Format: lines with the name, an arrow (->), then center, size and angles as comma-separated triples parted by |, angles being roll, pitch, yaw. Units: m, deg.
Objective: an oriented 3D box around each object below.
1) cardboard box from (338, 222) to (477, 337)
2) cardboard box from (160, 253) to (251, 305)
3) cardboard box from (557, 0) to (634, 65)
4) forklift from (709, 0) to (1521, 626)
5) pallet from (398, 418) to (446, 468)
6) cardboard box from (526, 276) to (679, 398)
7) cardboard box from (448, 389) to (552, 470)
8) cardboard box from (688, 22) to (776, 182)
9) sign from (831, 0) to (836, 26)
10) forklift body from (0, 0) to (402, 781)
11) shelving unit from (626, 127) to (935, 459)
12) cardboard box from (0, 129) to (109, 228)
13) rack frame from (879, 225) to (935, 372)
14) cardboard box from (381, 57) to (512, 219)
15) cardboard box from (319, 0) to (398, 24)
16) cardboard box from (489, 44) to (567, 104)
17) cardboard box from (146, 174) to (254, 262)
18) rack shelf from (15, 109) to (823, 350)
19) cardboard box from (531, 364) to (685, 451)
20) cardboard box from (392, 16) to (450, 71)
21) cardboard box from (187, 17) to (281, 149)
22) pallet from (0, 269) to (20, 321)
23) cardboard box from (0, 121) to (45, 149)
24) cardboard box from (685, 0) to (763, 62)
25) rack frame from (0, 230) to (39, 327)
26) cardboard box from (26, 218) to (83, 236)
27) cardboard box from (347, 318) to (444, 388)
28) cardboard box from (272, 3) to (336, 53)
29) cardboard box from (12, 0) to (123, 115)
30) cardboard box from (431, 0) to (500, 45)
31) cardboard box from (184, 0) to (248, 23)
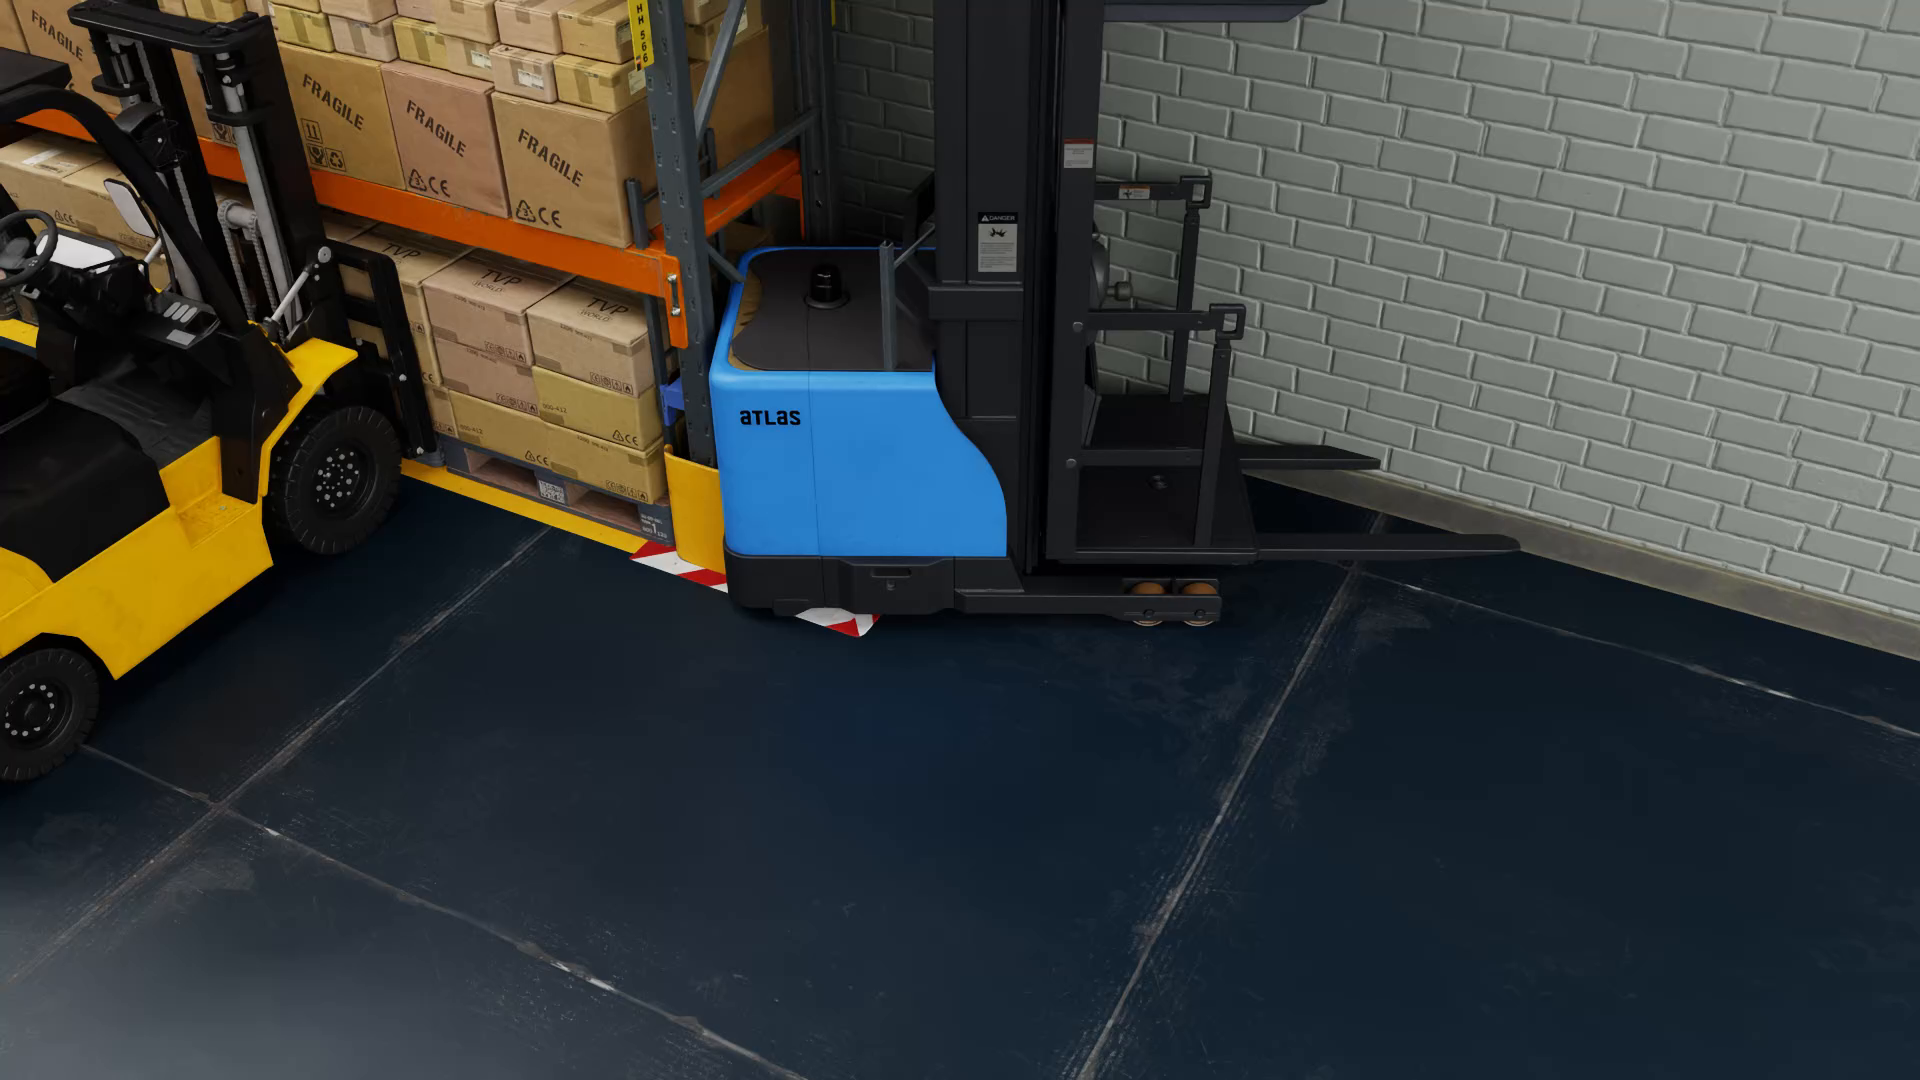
cardboard box -> -2.222, -1.108, 6.829 | 0.500, 0.250, 0.500 | 18, 41, 22
cardboard box -> -3.136, -1.202, 7.365 | 0.500, 0.250, 0.500 | 17, 40, 21
cardboard box -> -1.176, -1.806, 5.784 | 0.250, 0.149, 0.380 | 17, 41, 22
forklift -> 0.628, -1.165, 5.860 | 3.031, 2.935, 1.130 | 0, 37, 0
pallet -> -2.539, -0.823, 7.659 | 1.213, 0.211, 1.003 | 17, 41, 21
cardboard box -> -1.313, -0.834, 6.468 | 0.500, 0.250, 0.500 | 19, 41, 23
cardboard box -> -1.761, -0.580, 6.960 | 0.500, 0.250, 0.500 | 17, 41, 21
cardboard box -> -1.073, -1.730, 6.465 | 0.500, 0.500, 0.500 | 19, 41, 23
sign -> -0.500, -2.076, 6.222 | 0.005, 0.325, 0.100 | 17, 41, 21
forklift body -> -3.284, -0.613, 5.779 | 1.214, 2.155, 2.313 | 17, 41, 21
shelving unit -> -0.583, -0.659, 6.269 | 1.048, 1.500, 0.538 | 18, 42, 21
cardboard box -> -4.028, -1.683, 7.586 | 0.500, 0.250, 0.500 | 17, 40, 21
rack frame -> -0.132, -0.514, 6.084 | 0.032, 1.500, 0.500 | 18, 42, 21
cardboard box -> -1.775, -1.588, 6.279 | 0.500, 0.500, 0.500 | 19, 41, 23
cardboard box -> -2.123, -2.039, 6.089 | 0.250, 0.149, 0.380 | 18, 41, 23
cardboard box -> -1.438, -1.703, 5.893 | 0.250, 0.149, 0.380 | 18, 41, 22
cardboard box -> -3.131, -1.403, 7.217 | 0.500, 0.250, 0.500 | 19, 41, 23
rack shelf -> -2.537, -1.673, 7.068 | 4.000, 0.370, 1.077 | 17, 41, 21
cardboard box -> -1.337, -0.642, 6.628 | 0.500, 0.250, 0.500 | 17, 40, 21
cardboard box -> -1.855, -1.883, 6.130 | 0.250, 0.149, 0.380 | 17, 40, 21
cardboard box -> -2.682, -1.864, 6.643 | 0.500, 0.500, 0.500 | 18, 41, 22
pallet -> -4.985, -1.589, 8.668 | 1.213, 0.211, 1.003 | 17, 41, 21
cardboard box -> -4.781, -1.876, 8.357 | 0.625, 0.625, 0.875 | 19, 41, 23
cardboard box -> -0.943, -1.935, 6.199 | 0.250, 0.149, 0.380 | 16, 40, 20
rack frame -> -4.313, -2.516, 7.583 | 0.127, 3.000, 1.000 | 17, 41, 21
cardboard box -> -4.025, -1.486, 7.741 | 0.500, 0.250, 0.500 | 17, 40, 21
cardboard box -> -2.245, -0.920, 6.994 | 0.500, 0.250, 0.500 | 16, 40, 20
cardboard box -> -2.348, -1.991, 6.273 | 0.250, 0.149, 0.380 | 18, 41, 22
cardboard box -> -3.569, -2.156, 7.027 | 0.500, 0.500, 0.500 | 18, 41, 22
cardboard box -> -1.654, -1.917, 5.929 | 0.250, 0.149, 0.380 | 18, 41, 22
cardboard box -> -2.787, -2.143, 6.473 | 0.250, 0.149, 0.380 | 17, 40, 21
